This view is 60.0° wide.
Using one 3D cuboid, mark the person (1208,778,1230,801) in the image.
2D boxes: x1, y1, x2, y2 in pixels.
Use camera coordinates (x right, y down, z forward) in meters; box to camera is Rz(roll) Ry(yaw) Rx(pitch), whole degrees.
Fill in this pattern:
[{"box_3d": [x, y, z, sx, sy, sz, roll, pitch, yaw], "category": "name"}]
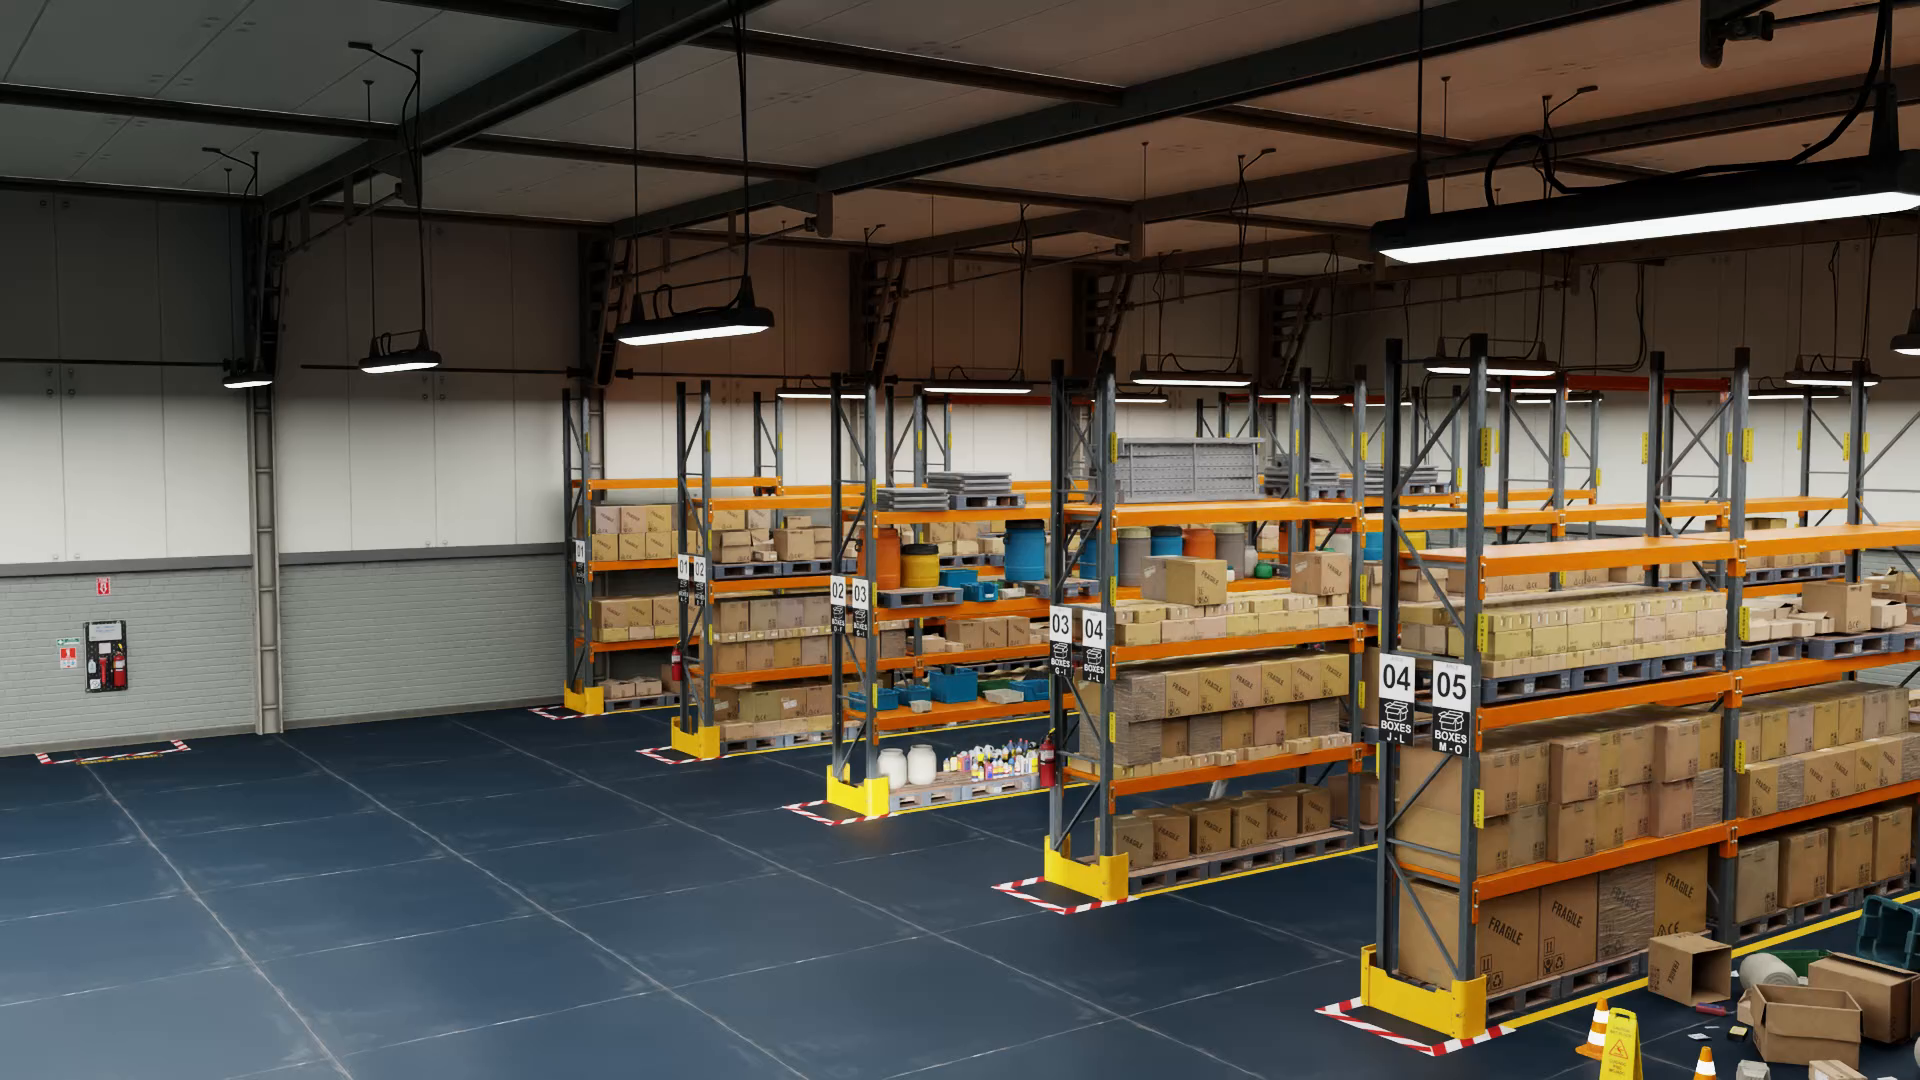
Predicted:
[{"box_3d": [3.484, 2.896, 22.082, 0.452, 1.692, 0.520, -4, 5, -44], "category": "person"}]
